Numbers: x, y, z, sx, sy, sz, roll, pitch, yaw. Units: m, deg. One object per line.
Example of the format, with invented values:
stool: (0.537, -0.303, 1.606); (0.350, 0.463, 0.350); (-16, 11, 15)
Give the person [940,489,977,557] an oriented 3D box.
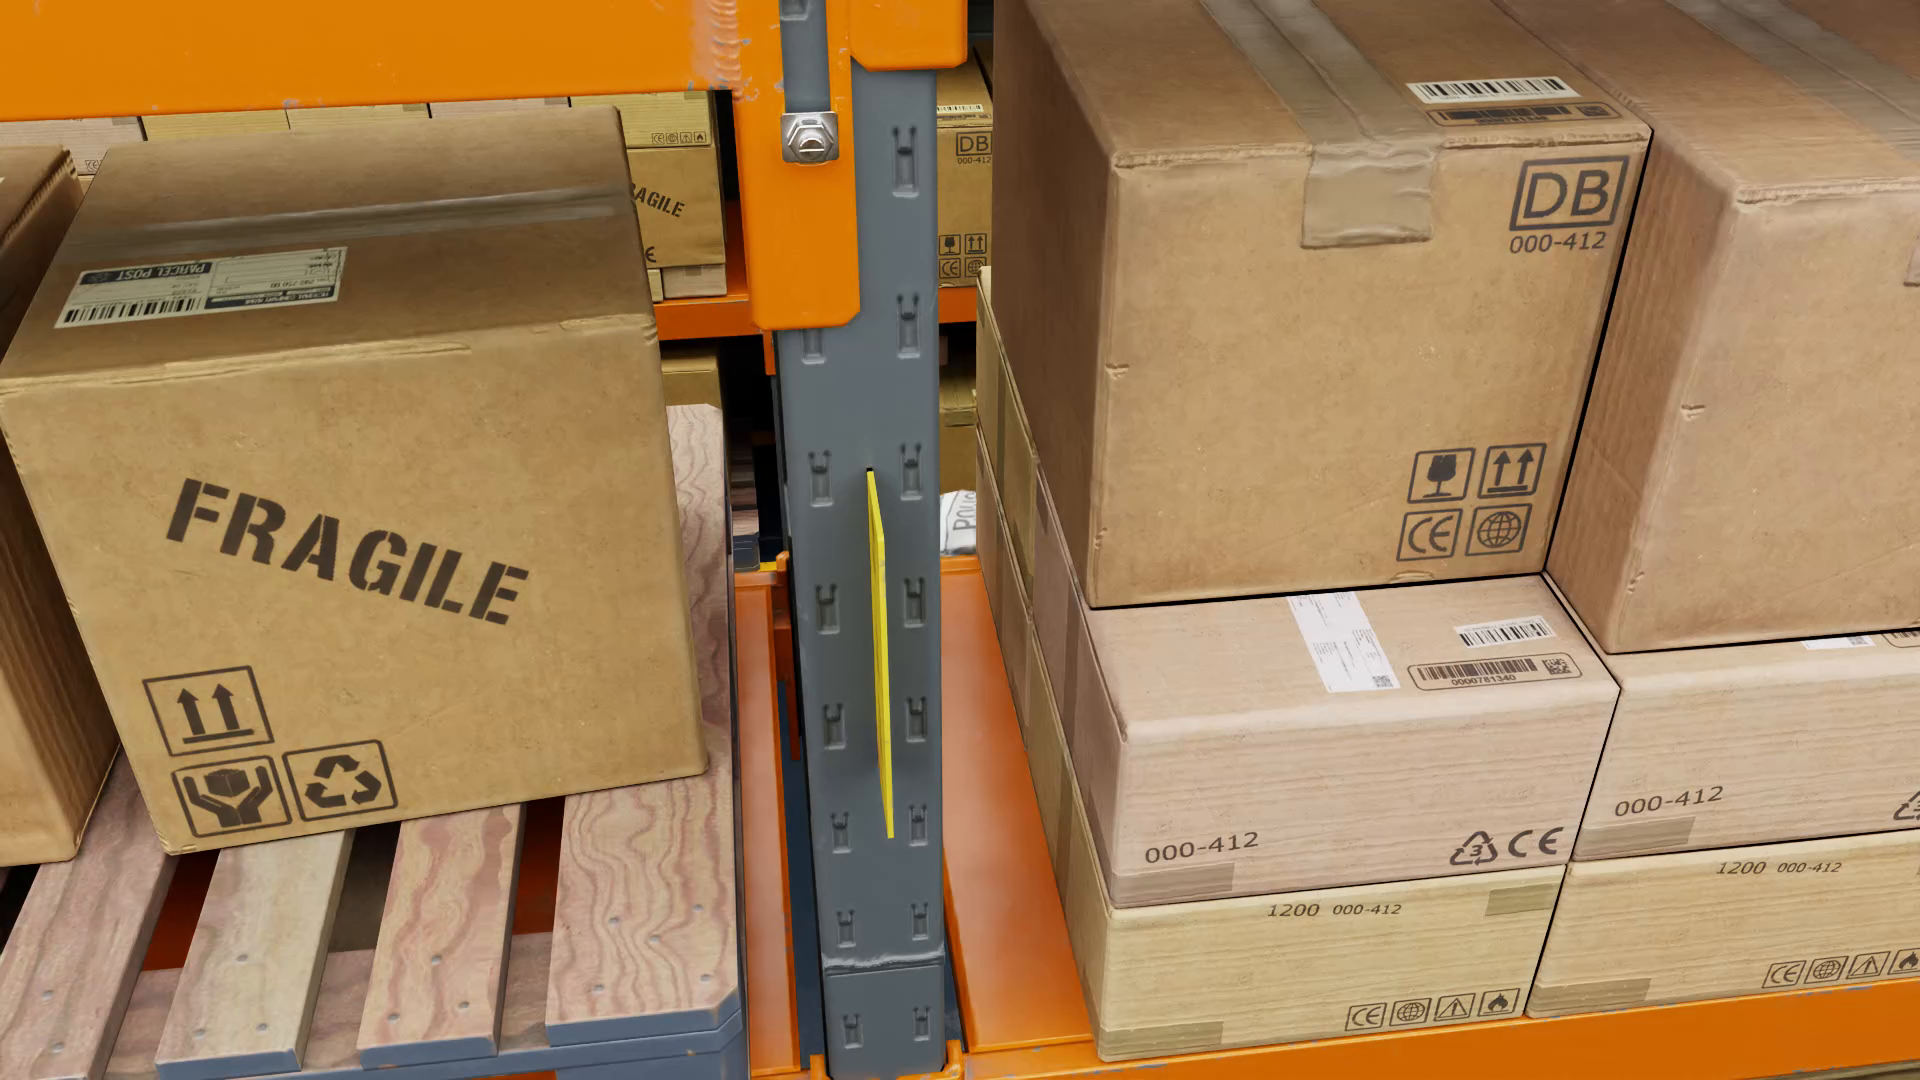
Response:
person: (0.001, 0.252, 6.377); (0.926, 0.987, 0.461); (9, 36, 12)
